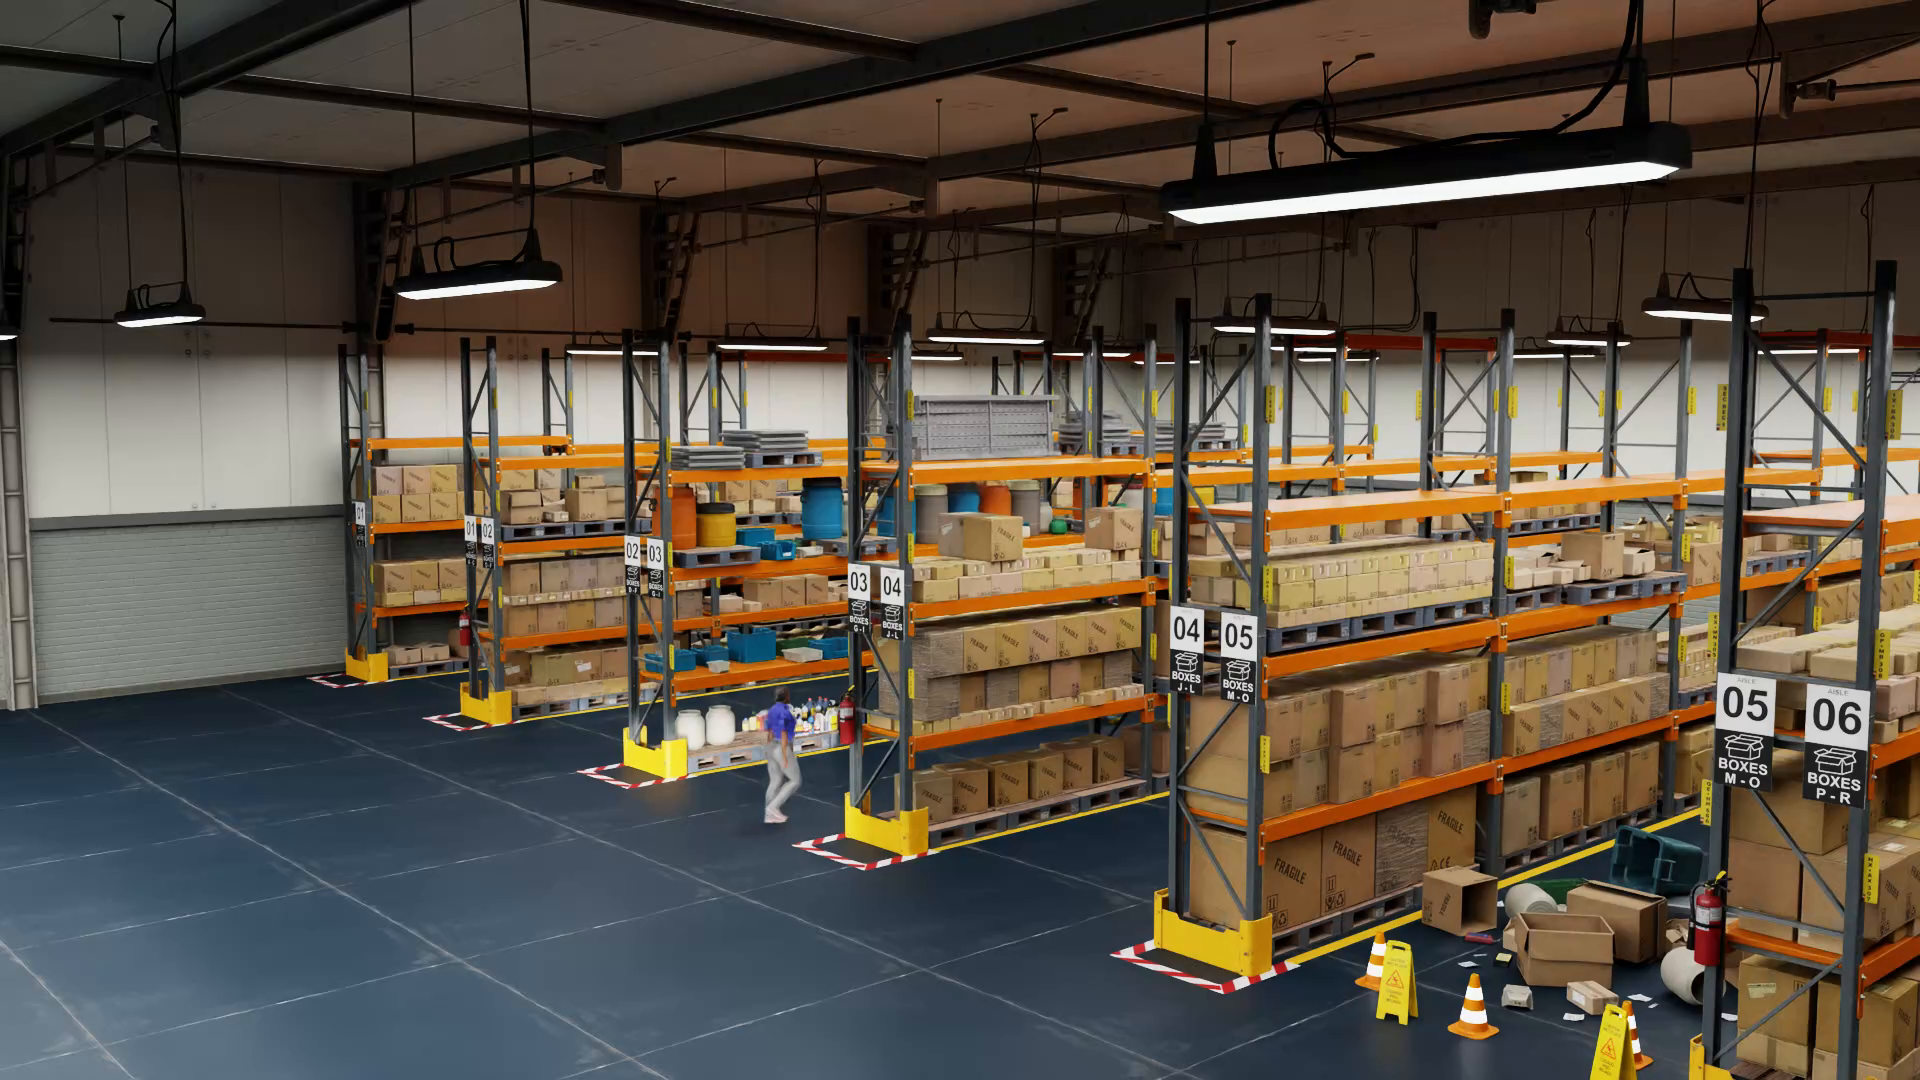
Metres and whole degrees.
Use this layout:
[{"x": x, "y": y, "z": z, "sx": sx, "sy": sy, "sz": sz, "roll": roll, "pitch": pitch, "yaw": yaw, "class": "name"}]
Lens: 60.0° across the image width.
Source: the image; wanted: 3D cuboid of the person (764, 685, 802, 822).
[{"x": -2.168, "y": 2.595, "z": 19.889, "sx": 0.457, "sy": 1.572, "sz": 0.503, "roll": -3, "pitch": 6, "yaw": -32, "class": "person"}]

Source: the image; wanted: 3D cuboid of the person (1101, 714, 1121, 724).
[{"x": 2.376, "y": 1.977, "z": 25.892, "sx": 0.609, "sy": 1.787, "sz": 0.403, "roll": 2, "pitch": 6, "yaw": 23, "class": "person"}]
